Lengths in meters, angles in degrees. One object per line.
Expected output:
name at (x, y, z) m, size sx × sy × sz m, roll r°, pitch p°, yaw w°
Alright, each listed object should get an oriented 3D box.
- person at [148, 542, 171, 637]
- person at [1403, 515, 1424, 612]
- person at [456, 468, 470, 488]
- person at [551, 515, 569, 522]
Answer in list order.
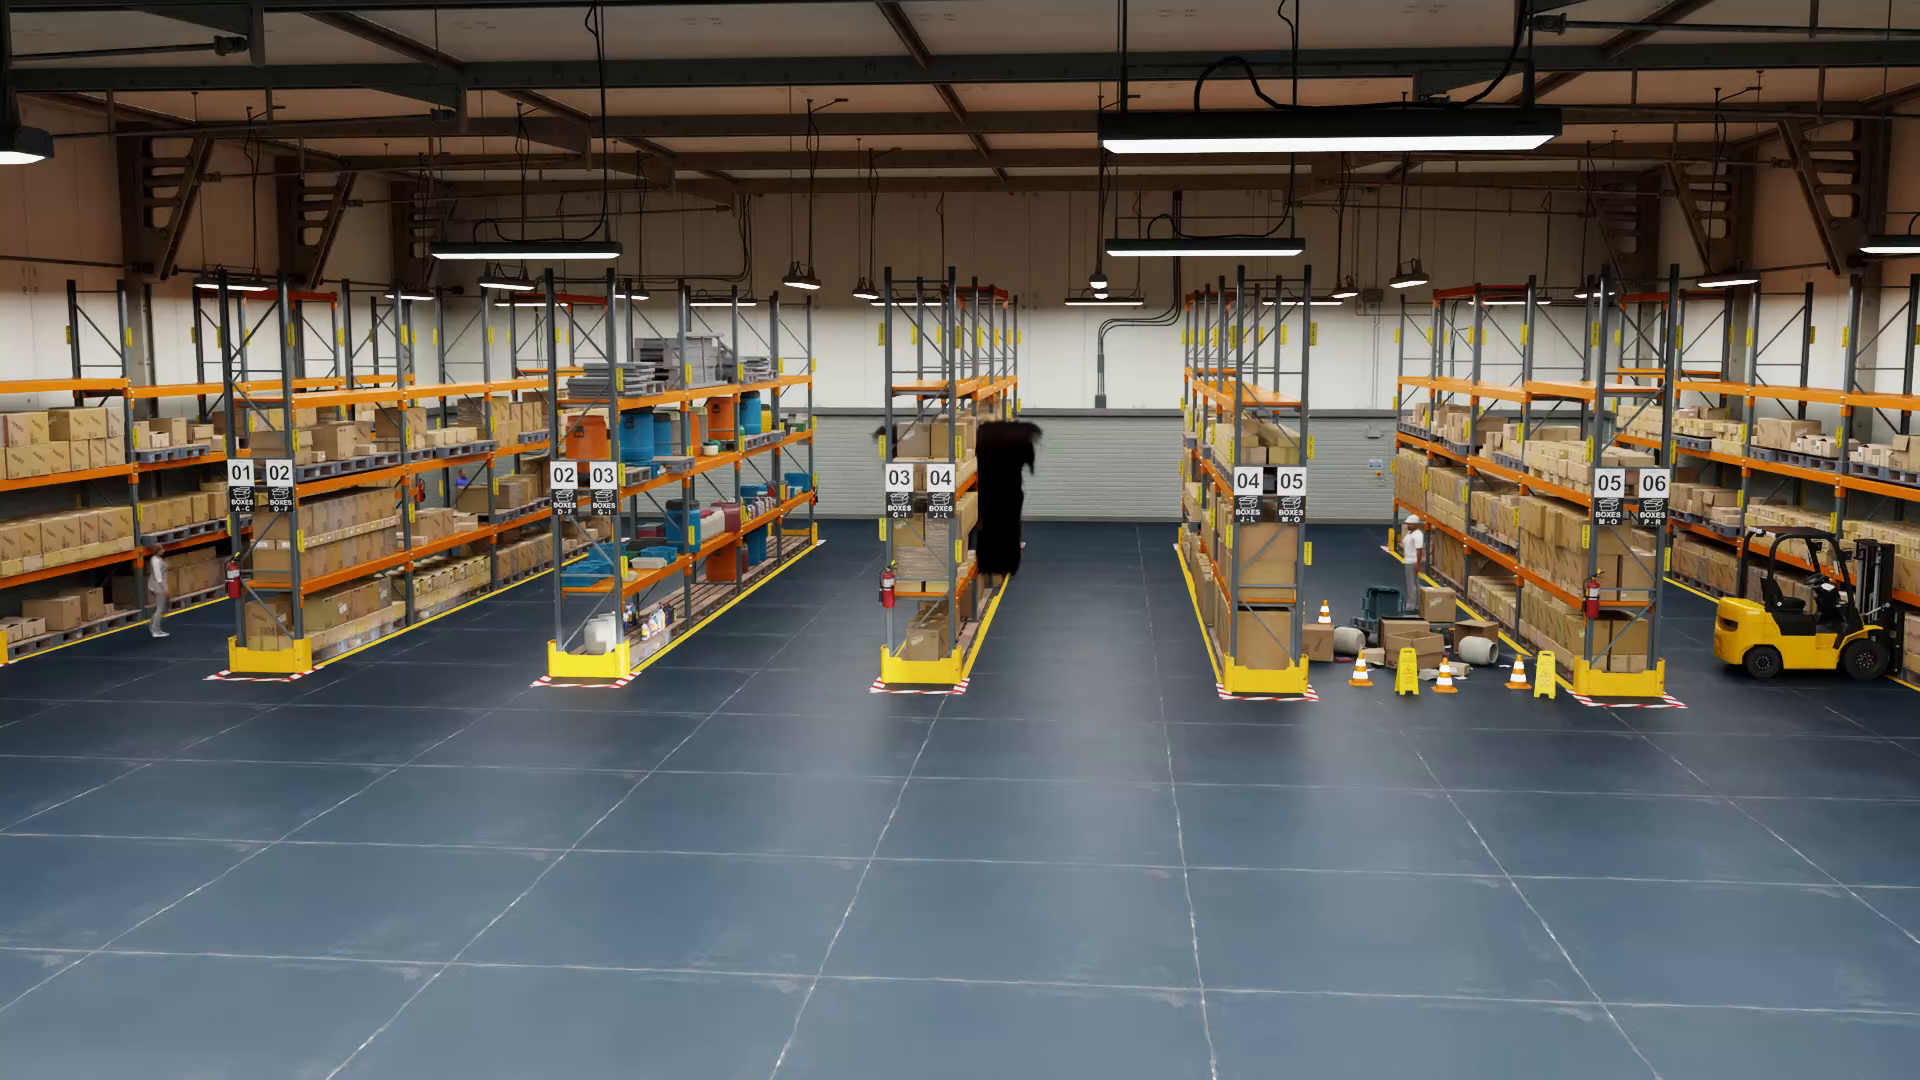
person at (-13.385, 0.844, 27.812) m, size 0.440 × 1.565 × 0.400 m, roll 6°, pitch 9°, yaw 39°
person at (8.326, 0.419, 30.584) m, size 0.405 × 1.771 × 0.608 m, roll 3°, pitch 8°, yaw 25°
person at (-12.688, -0.999, 42.651) m, size 0.497 × 1.682 × 0.473 m, roll 2°, pitch 7°, yaw 15°
person at (-10.155, -1.017, 42.179) m, size 0.640 × 1.743 × 0.935 m, roll 0°, pitch 7°, yaw 2°
